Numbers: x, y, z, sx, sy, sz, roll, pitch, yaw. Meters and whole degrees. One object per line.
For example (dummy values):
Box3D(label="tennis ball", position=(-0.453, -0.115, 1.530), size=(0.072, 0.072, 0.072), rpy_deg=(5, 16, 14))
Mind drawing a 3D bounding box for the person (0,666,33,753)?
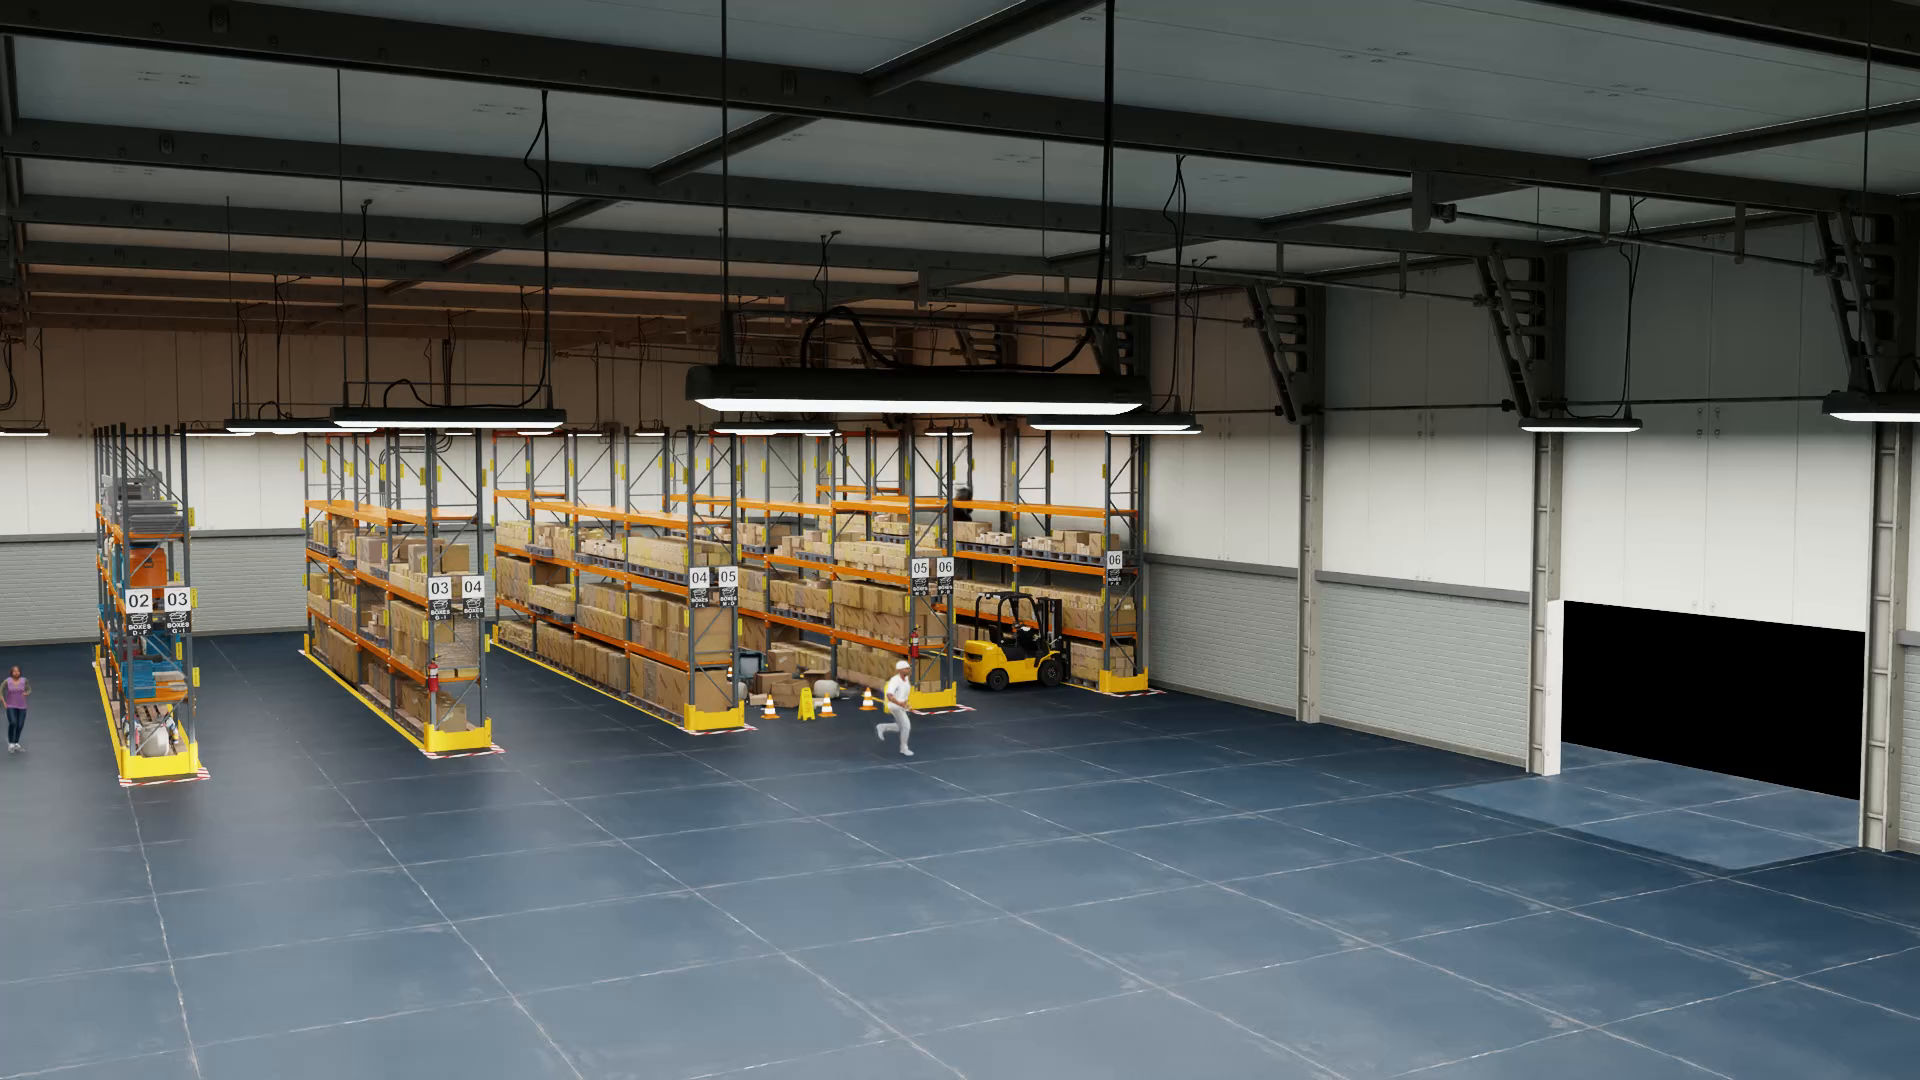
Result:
Box3D(label="person", position=(-17.280, 3.092, 30.451), size=(0.529, 1.580, 0.667), rpy_deg=(-3, 5, -40))

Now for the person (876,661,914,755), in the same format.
Box3D(label="person", position=(-1.183, 3.052, 30.284), size=(0.737, 1.730, 0.726), rpy_deg=(1, 4, 18))
